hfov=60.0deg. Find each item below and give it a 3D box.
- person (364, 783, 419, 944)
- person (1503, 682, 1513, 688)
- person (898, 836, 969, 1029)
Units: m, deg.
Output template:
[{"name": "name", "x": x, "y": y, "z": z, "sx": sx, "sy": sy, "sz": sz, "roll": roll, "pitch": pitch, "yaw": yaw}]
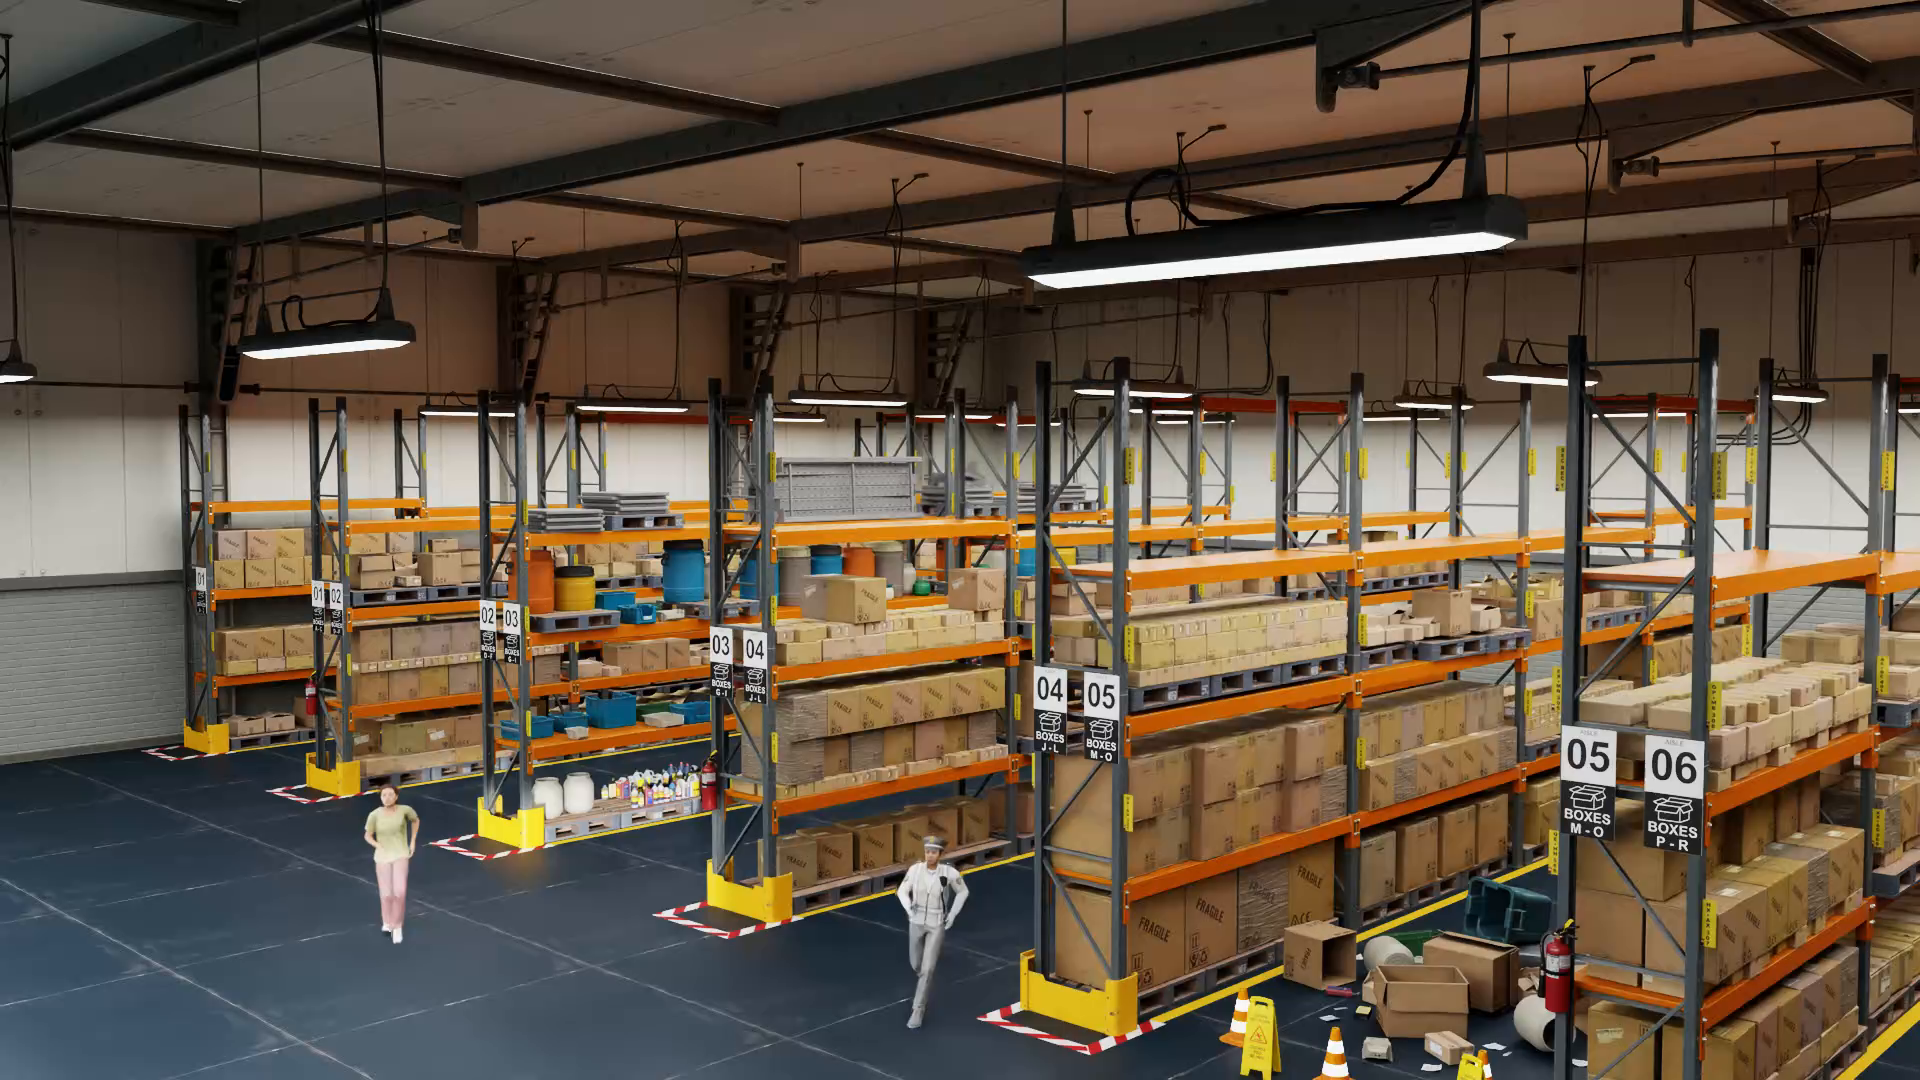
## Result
[{"name": "person", "x": -6.032, "y": 3.432, "z": 17.653, "sx": 0.534, "sy": 1.643, "sz": 0.702, "roll": -1, "pitch": 3, "yaw": -12}, {"name": "person", "x": 8.401, "y": 3.017, "z": 25.474, "sx": 0.759, "sy": 1.701, "sz": 0.608, "roll": -3, "pitch": 4, "yaw": -40}, {"name": "person", "x": -0.259, "y": 3.528, "z": 15.237, "sx": 0.638, "sy": 1.703, "sz": 0.788, "roll": 1, "pitch": 3, "yaw": 14}]
